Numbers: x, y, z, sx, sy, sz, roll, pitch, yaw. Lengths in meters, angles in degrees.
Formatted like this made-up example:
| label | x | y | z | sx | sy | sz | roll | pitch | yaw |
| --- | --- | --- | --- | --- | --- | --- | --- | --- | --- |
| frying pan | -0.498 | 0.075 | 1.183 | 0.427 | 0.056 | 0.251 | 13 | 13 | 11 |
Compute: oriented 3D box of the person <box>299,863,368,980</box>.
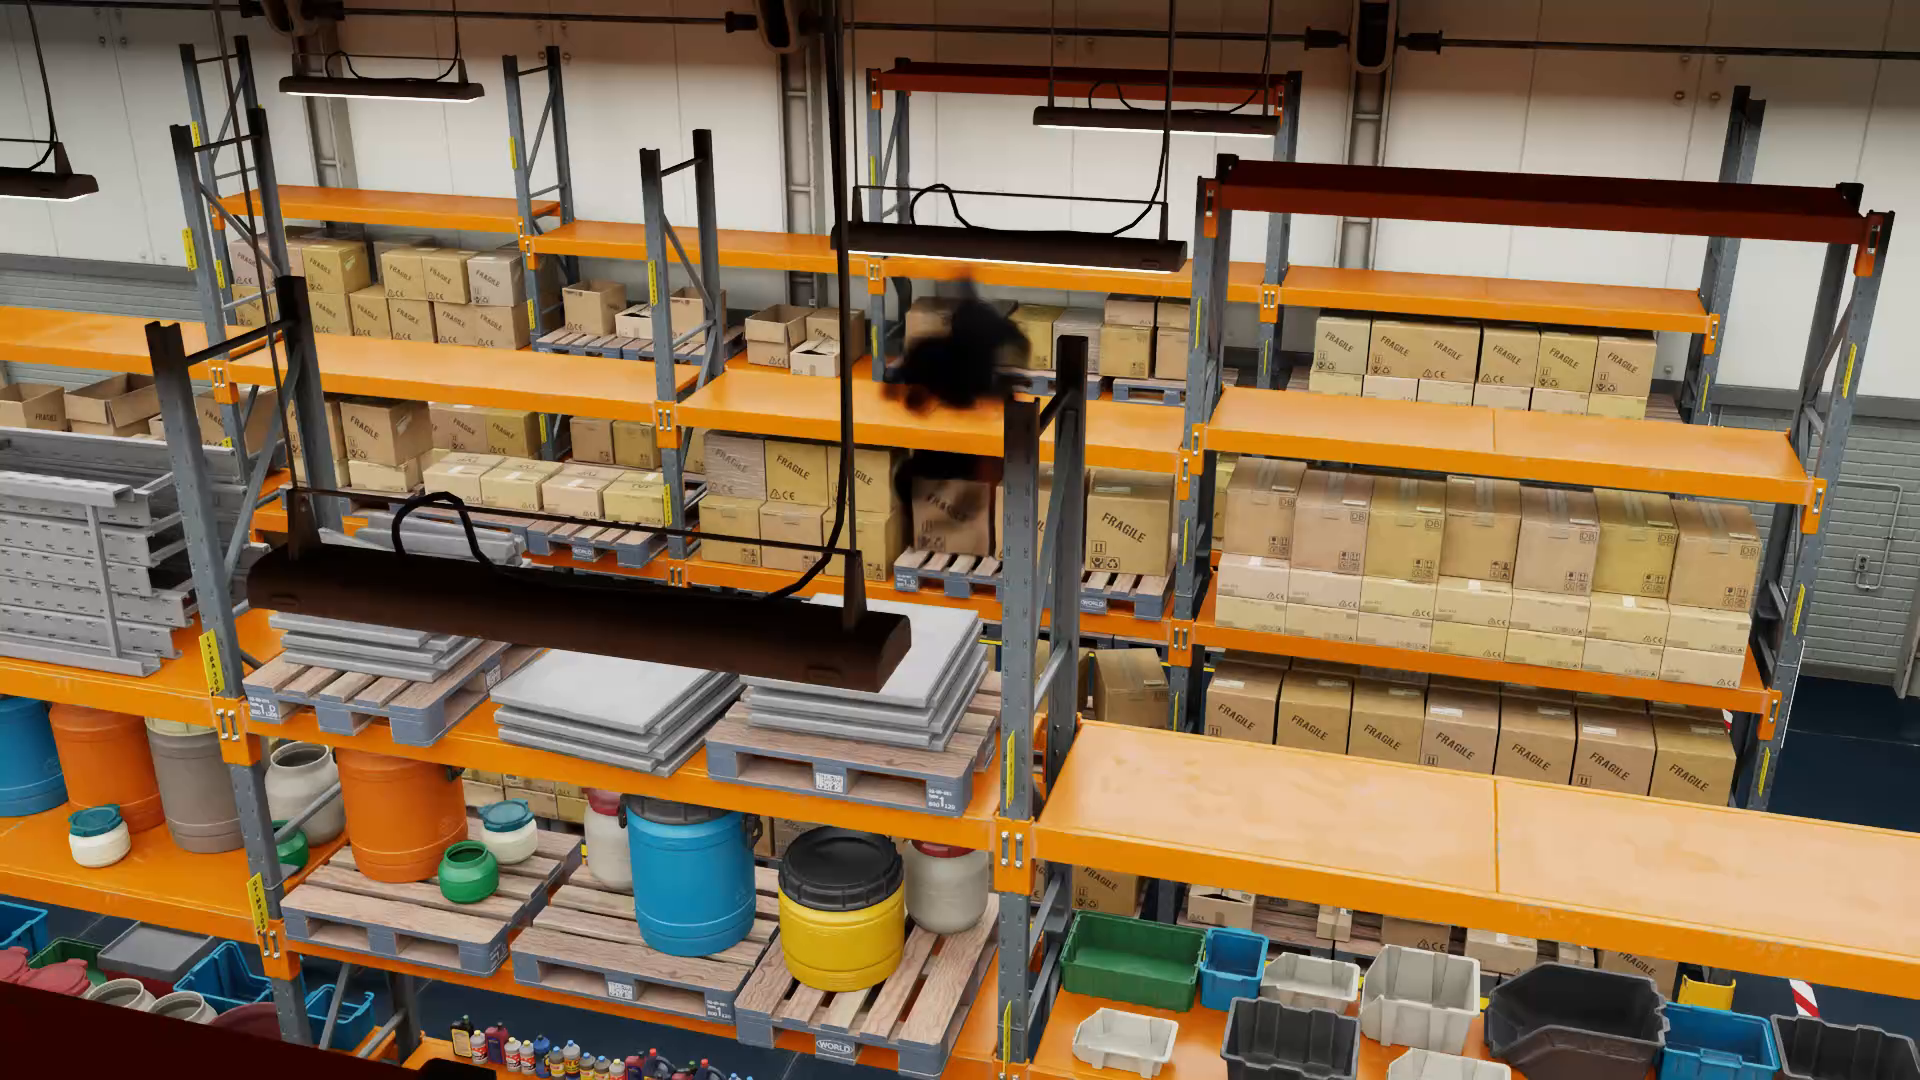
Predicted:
| label | x | y | z | sx | sy | sz | roll | pitch | yaw |
| --- | --- | --- | --- | --- | --- | --- | --- | --- | --- |
| person | -4.858 | 2.584 | 12.435 | 0.933 | 1.583 | 0.567 | 4 | 23 | 9 |
